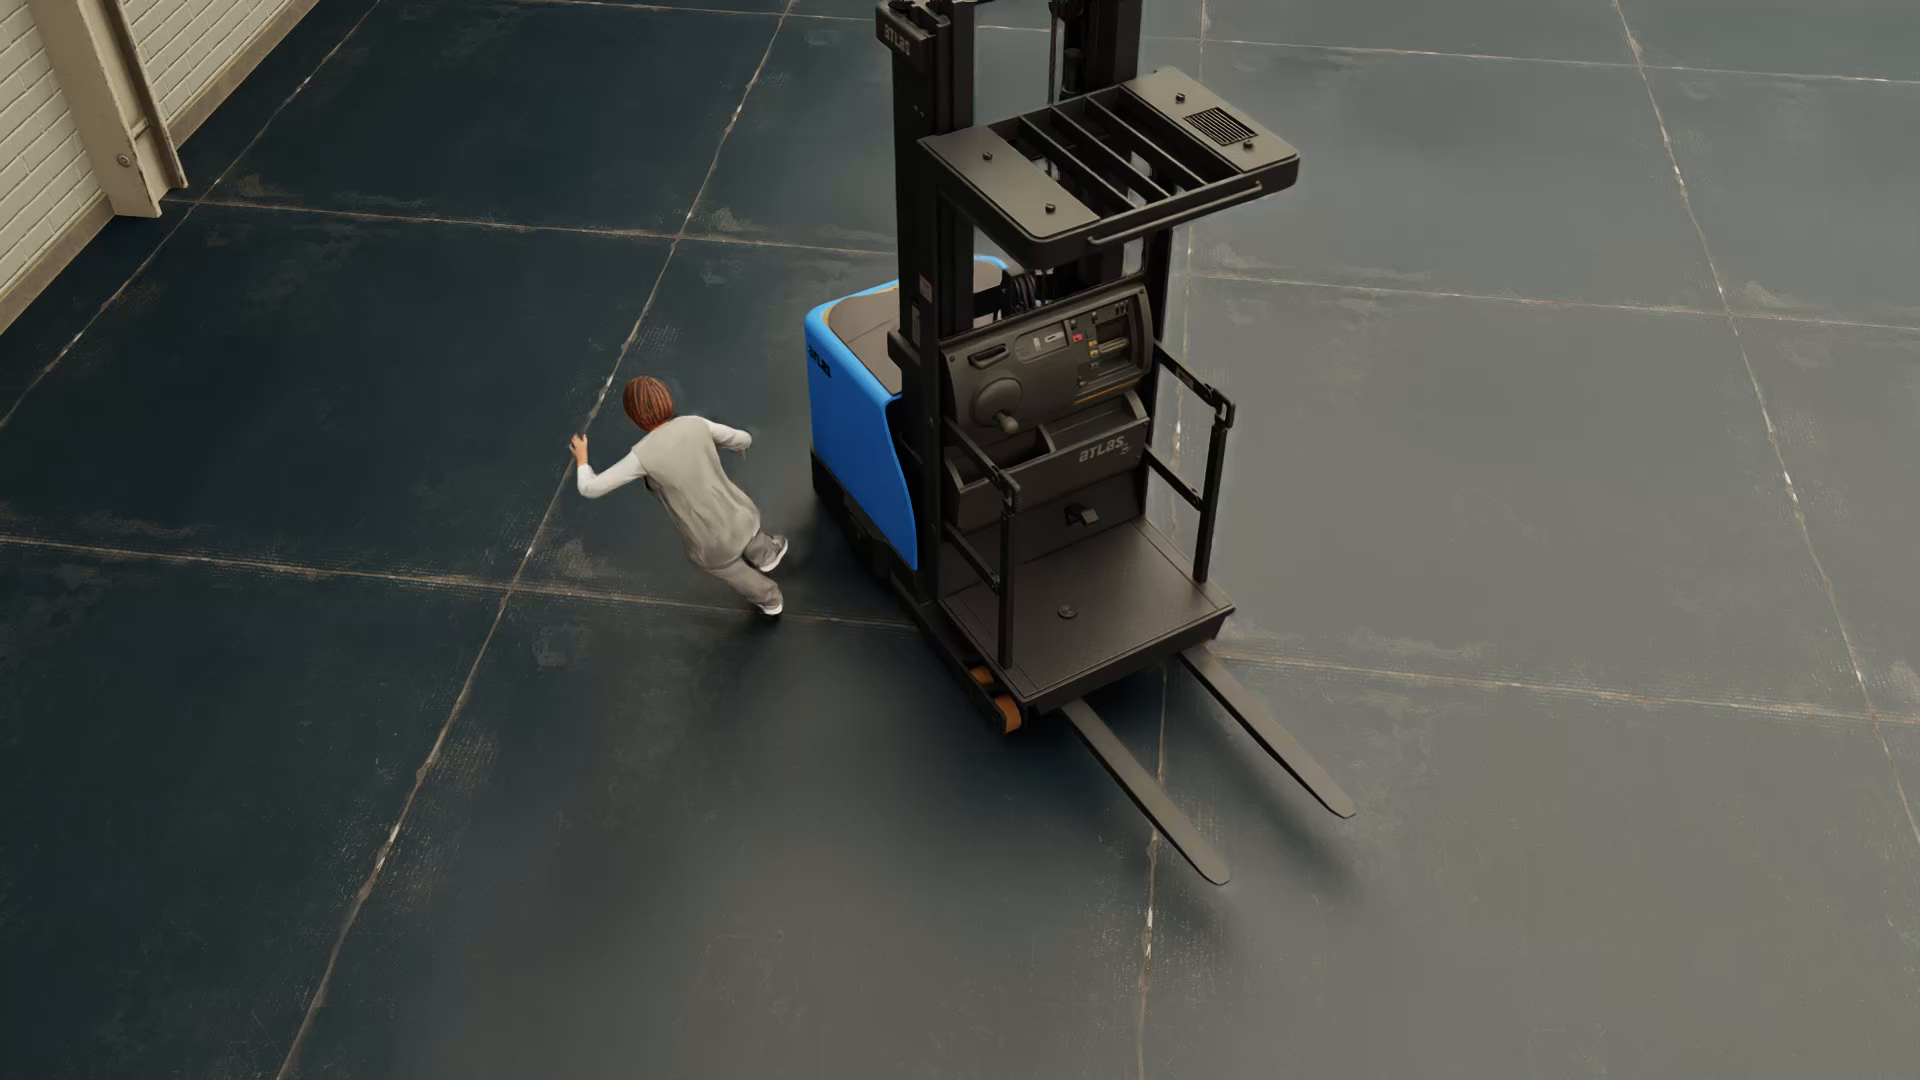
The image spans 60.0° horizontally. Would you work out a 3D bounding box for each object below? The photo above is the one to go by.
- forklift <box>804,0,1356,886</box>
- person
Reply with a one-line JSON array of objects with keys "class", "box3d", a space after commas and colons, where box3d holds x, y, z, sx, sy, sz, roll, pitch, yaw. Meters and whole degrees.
[{"class": "forklift", "box3d": [0.471, -0.627, 6.407, 1.130, 2.935, 3.031, -22, 47, -22]}, {"class": "person", "box3d": [-1.155, -0.197, 7.111, 0.839, 1.368, 0.915, 24, 48, 24]}]
